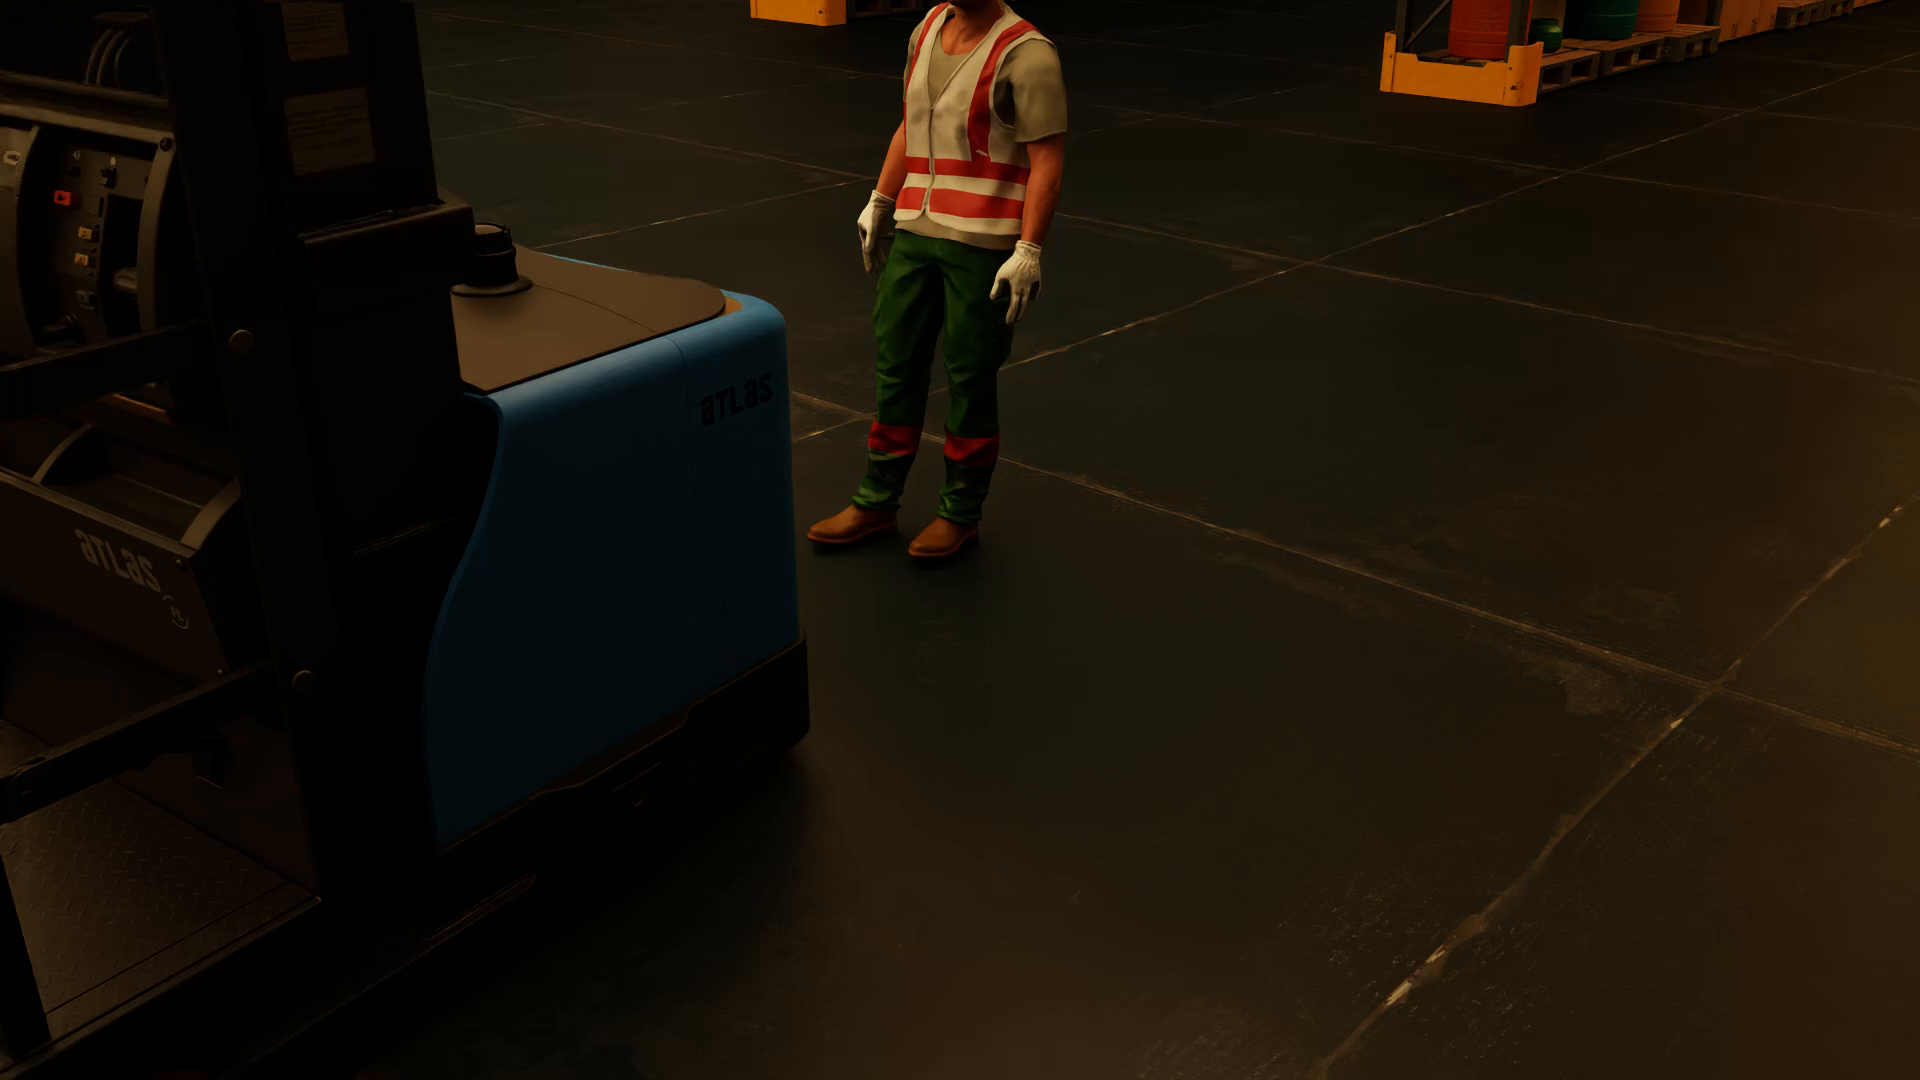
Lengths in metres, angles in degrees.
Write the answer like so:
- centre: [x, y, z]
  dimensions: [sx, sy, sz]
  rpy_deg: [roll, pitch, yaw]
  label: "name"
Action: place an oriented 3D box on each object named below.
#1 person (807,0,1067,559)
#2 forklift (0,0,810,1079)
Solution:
- centre: [-0.063, -0.806, 4.568]
  dimensions: [0.637, 1.787, 0.564]
  rpy_deg: [20, 31, 38]
  label: "person"
- centre: [-1.605, -0.481, 2.425]
  dimensions: [1.130, 2.935, 3.031]
  rpy_deg: [16, 28, 32]
  label: "forklift"
